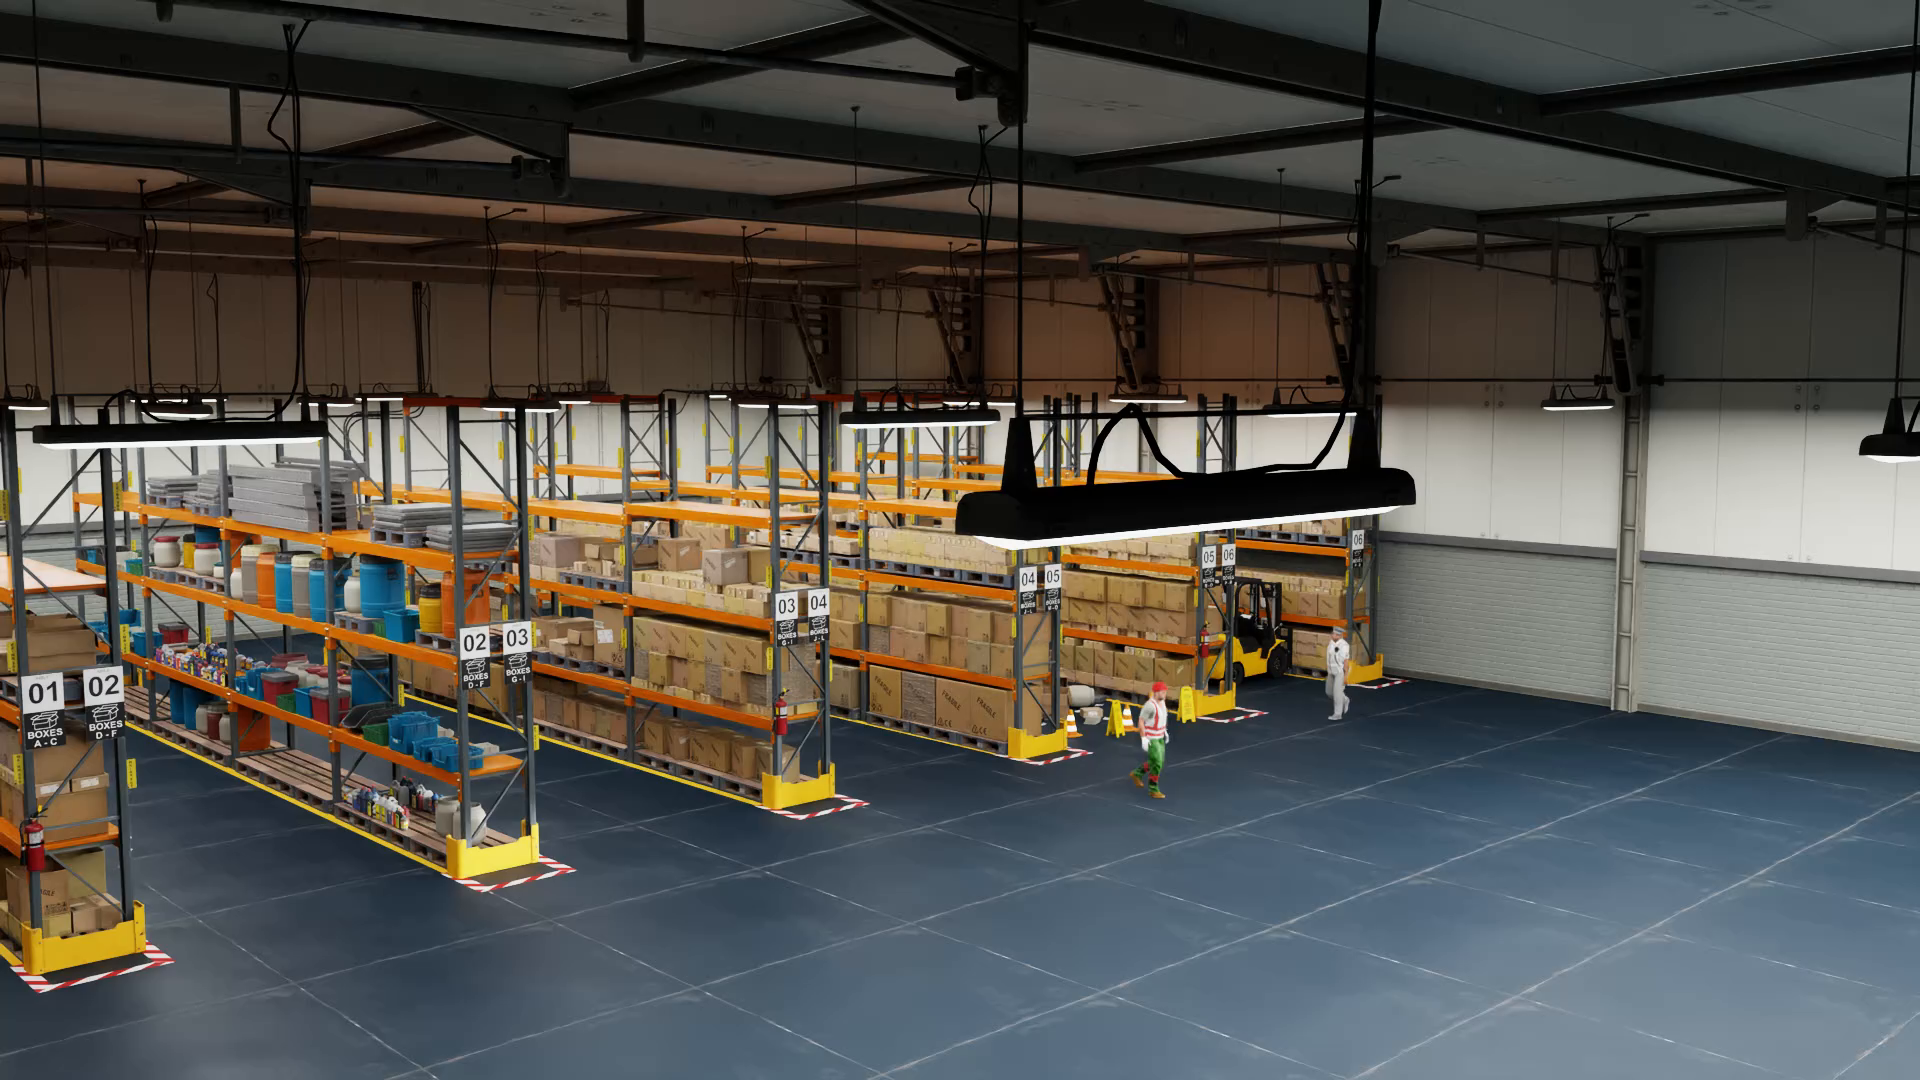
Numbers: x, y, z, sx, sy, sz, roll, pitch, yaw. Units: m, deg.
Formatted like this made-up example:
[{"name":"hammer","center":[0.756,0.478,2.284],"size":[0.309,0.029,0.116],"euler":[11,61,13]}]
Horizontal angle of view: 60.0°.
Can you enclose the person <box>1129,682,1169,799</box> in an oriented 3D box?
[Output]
[{"name":"person","center":[2.871,3.013,25.328],"size":[0.688,1.767,0.629],"euler":[4,7,33]}]

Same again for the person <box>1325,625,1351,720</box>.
[{"name":"person","center":[7.101,2.448,30.992],"size":[0.711,1.747,0.531],"euler":[-4,7,-33]}]
